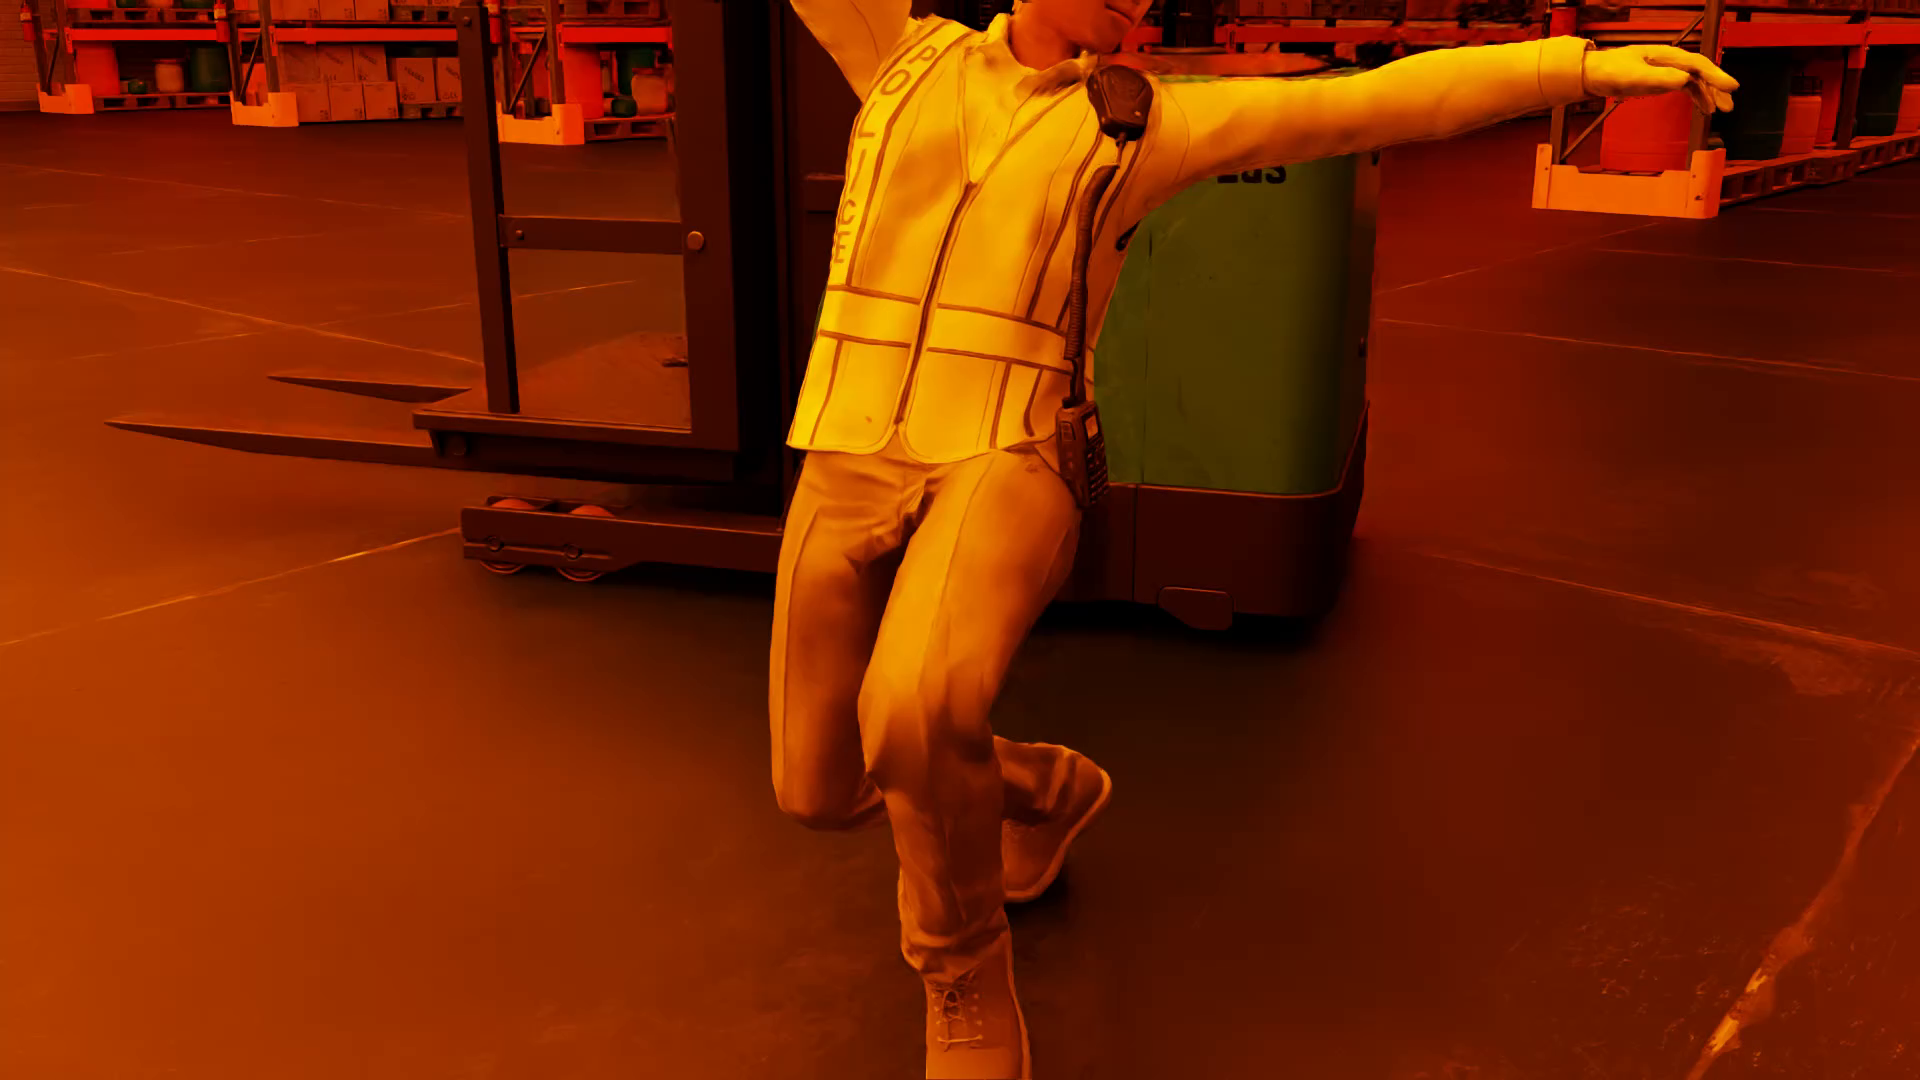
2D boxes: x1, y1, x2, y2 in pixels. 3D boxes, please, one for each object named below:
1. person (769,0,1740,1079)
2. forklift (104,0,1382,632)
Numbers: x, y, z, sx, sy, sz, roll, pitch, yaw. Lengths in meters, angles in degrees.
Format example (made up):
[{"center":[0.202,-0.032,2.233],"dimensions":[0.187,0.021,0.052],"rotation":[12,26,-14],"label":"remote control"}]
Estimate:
[{"center":[0.232,-0.100,1.790],"dimensions":[1.002,1.494,0.829],"rotation":[8,19,24],"label":"person"},{"center":[-0.594,-1.450,3.673],"dimensions":[3.031,2.935,1.130],"rotation":[5,18,16],"label":"forklift"}]
